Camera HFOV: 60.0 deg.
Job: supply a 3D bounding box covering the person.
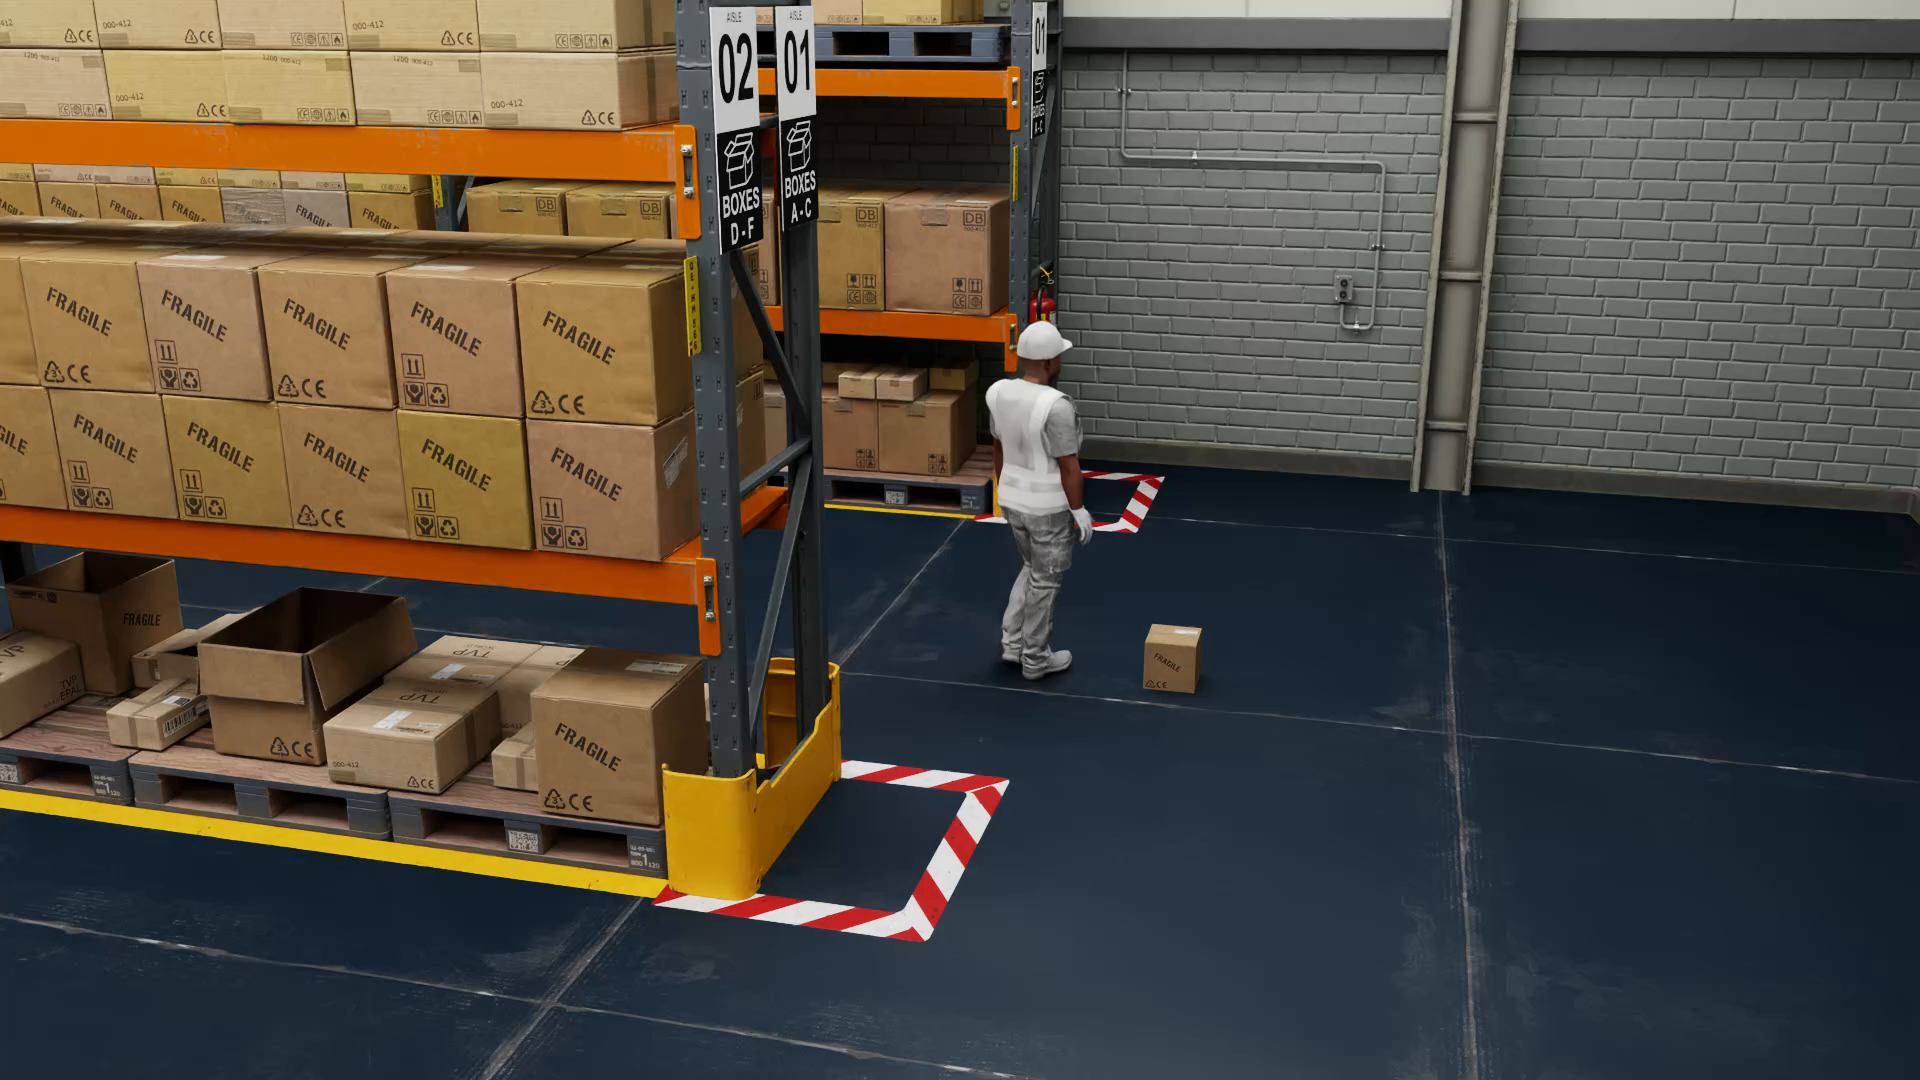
[{"bbox_3d":[0.398,-0.161,8.051,0.410,1.825,0.577,-13,22,-36],"label":"person"}]
